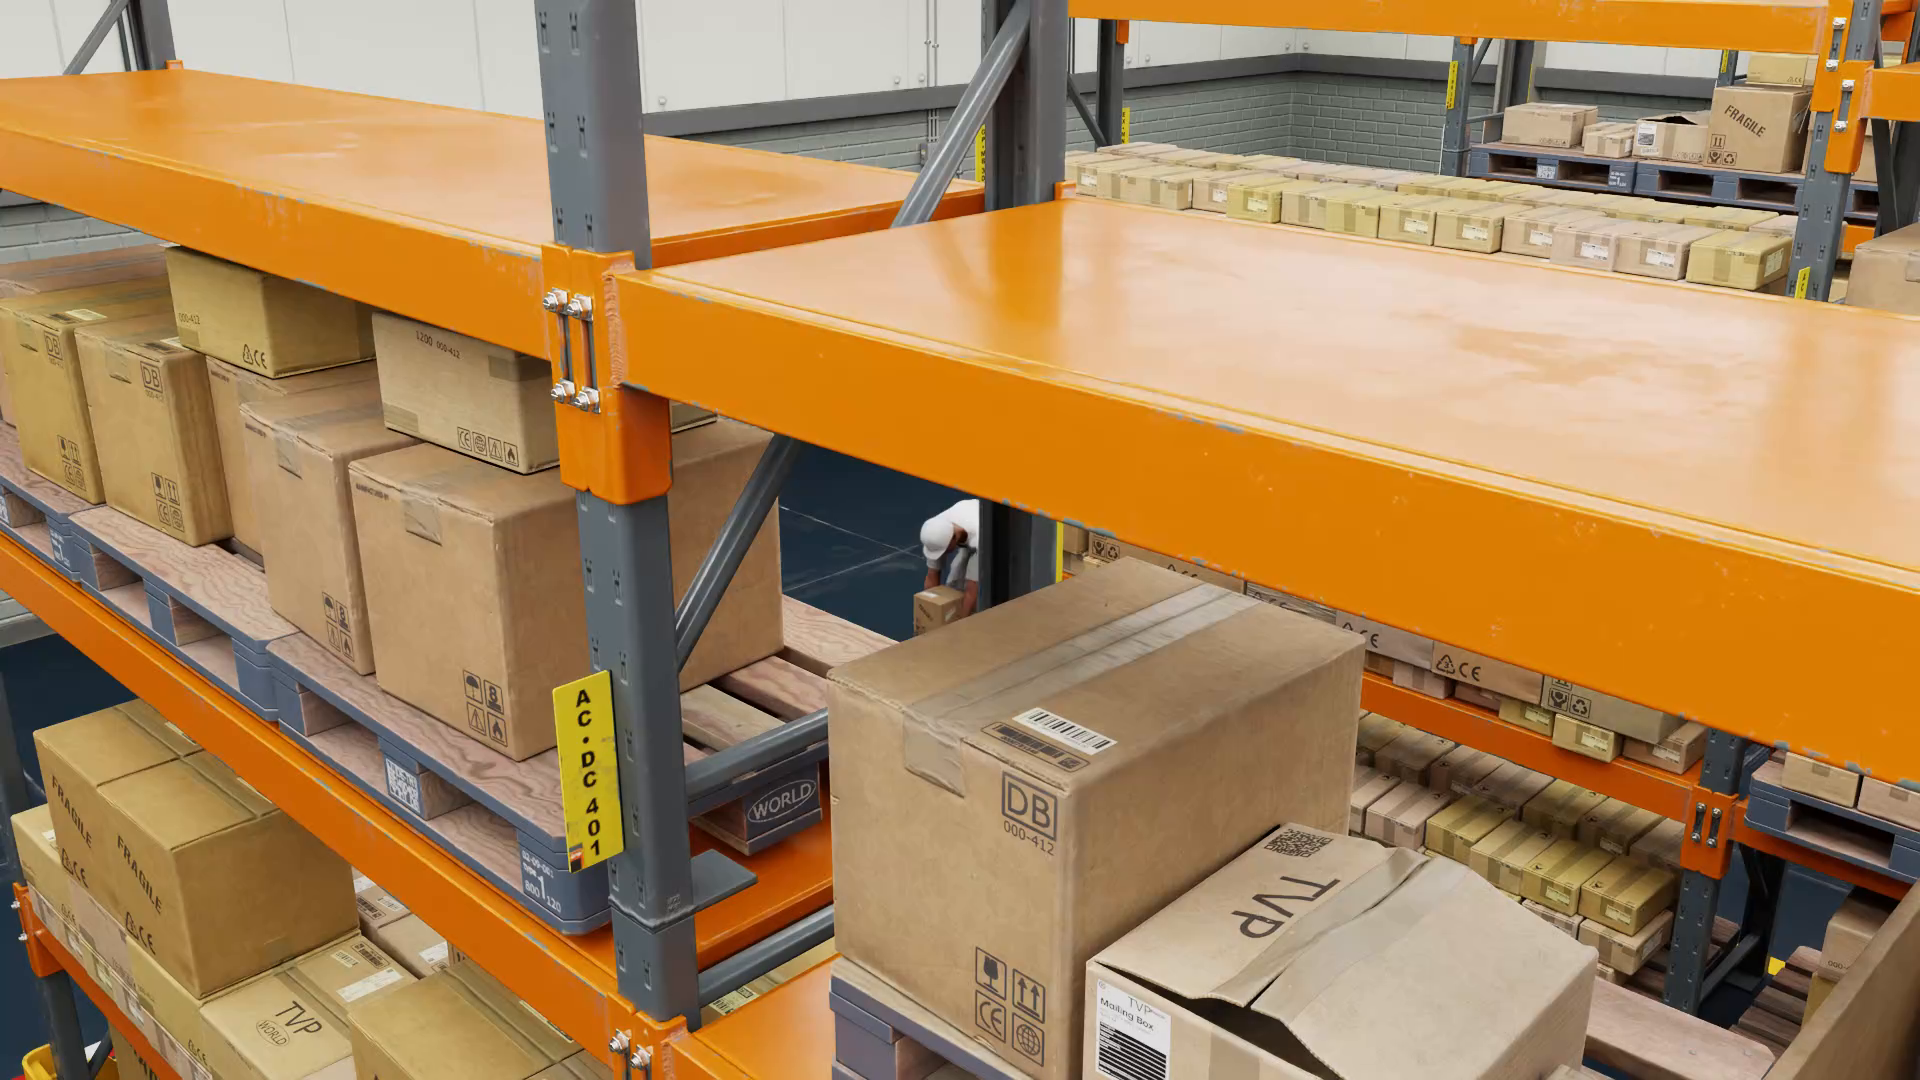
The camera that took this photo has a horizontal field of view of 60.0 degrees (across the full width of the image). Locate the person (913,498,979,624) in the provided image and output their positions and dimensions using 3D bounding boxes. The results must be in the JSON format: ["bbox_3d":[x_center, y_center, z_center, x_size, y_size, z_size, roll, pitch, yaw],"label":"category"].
[{"bbox_3d":[0.093,0.264,10.841,0.534,1.081,0.978,16,26,37],"label":"person"}]
